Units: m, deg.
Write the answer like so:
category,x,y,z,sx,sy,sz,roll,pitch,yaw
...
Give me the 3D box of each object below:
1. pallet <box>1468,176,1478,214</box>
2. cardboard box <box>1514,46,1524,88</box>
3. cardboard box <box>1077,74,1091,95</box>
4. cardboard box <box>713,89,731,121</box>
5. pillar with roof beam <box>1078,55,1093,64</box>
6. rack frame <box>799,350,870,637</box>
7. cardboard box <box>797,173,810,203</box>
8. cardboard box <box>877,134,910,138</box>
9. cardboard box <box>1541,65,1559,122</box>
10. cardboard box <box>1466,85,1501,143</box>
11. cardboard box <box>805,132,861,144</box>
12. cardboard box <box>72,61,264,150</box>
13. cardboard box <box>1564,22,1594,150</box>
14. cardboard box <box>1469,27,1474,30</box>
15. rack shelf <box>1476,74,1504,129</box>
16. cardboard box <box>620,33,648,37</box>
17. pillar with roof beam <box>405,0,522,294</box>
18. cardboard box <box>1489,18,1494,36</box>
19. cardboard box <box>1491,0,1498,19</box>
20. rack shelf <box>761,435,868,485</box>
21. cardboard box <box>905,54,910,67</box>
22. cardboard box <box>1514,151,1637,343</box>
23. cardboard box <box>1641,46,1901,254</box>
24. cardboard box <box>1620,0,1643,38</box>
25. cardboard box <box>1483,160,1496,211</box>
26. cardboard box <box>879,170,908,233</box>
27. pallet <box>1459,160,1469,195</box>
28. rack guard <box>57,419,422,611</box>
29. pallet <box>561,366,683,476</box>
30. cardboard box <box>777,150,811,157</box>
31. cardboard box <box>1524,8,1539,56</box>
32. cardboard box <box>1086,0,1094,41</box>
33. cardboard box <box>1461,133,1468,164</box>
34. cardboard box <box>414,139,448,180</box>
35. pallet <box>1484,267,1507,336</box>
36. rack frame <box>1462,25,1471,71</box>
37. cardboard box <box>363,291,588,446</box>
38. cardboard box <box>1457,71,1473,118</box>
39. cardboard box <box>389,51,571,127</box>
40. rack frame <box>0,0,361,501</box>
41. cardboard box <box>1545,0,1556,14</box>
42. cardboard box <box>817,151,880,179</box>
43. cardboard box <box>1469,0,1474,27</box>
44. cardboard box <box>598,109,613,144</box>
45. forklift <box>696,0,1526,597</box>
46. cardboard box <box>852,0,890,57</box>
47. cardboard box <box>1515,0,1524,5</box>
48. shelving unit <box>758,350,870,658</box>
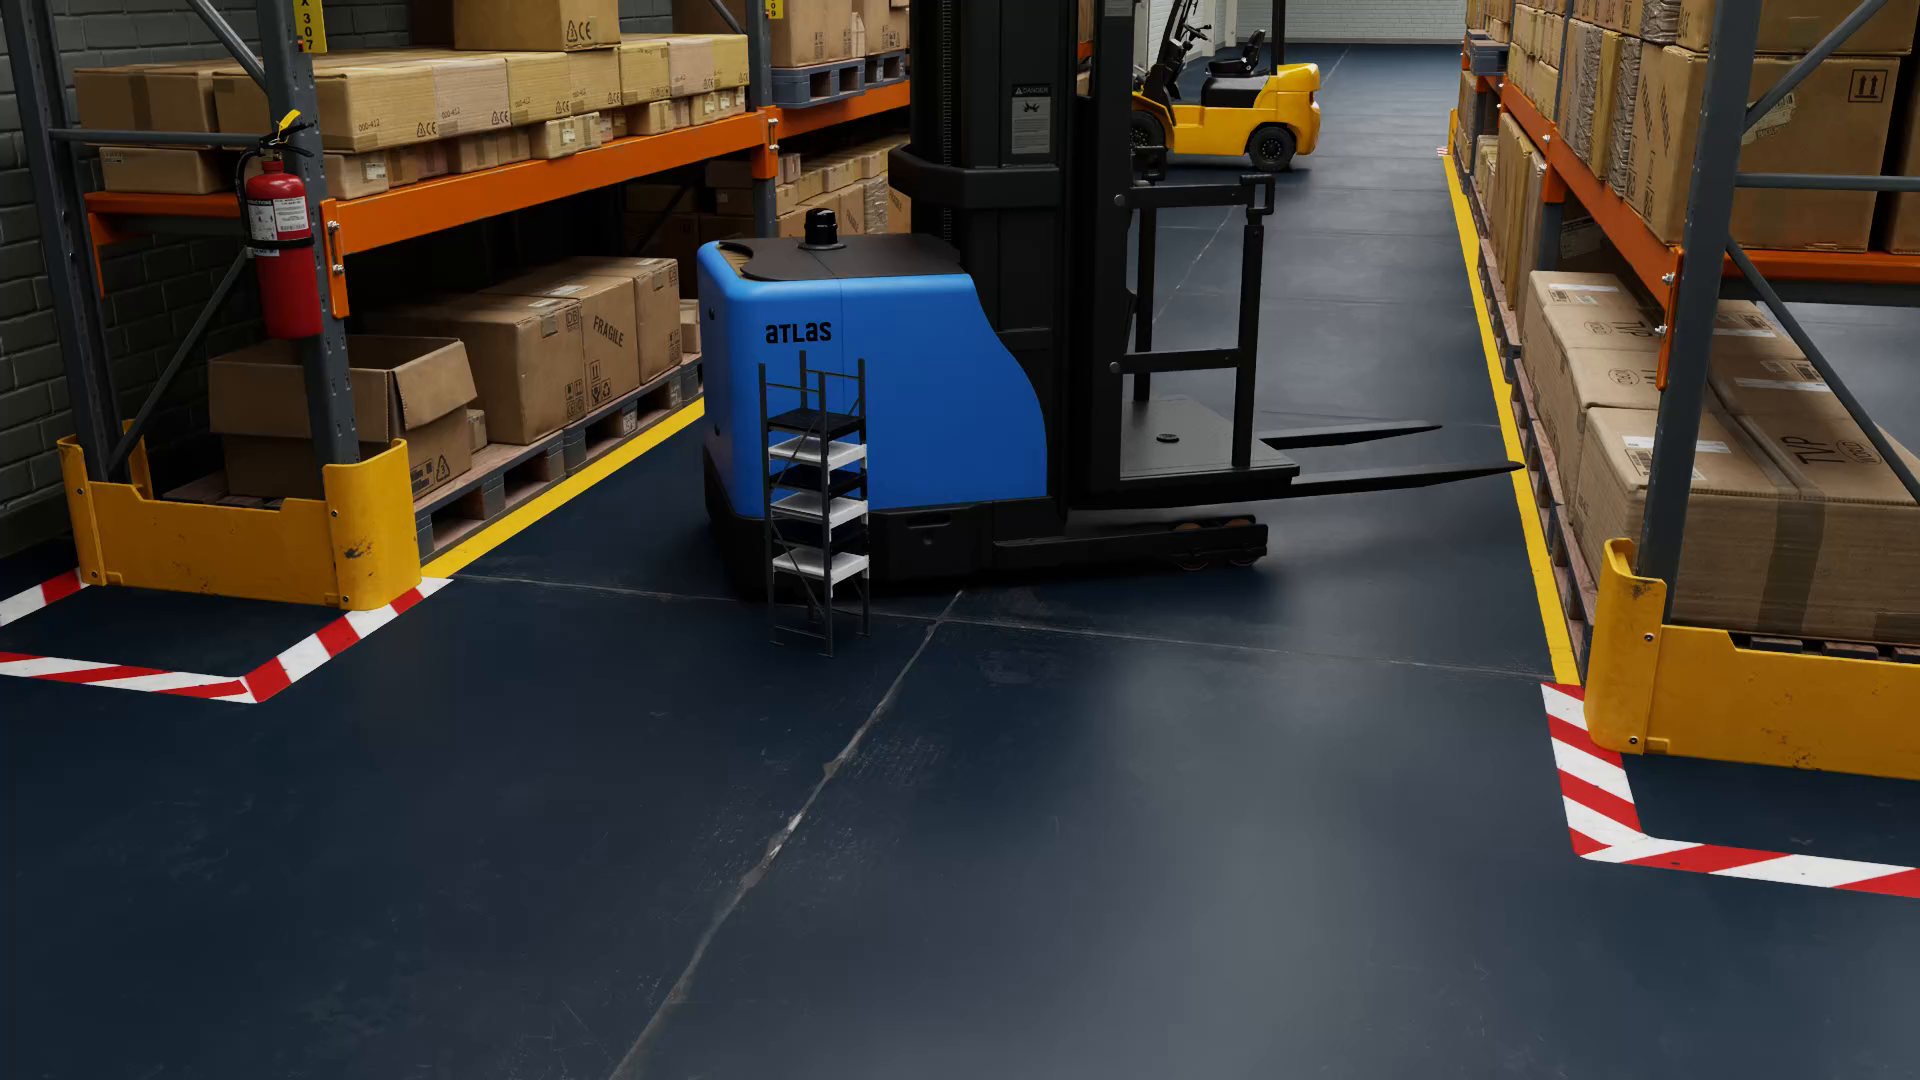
category,x,y,z,sx,sy,sz,roll,pitch,yaw
pallet,5.079,-3.062,14.825,1.003,0.211,1.213,5,19,13
cardboard box,3.819,-3.005,10.577,0.500,0.250,0.500,4,19,12
cardboard box,1.122,-4.830,17.746,0.500,0.250,0.500,5,20,15
cardboard box,-1.376,-2.187,8.338,0.380,0.149,0.250,5,20,15
pillar with roof beam,6.028,-10.503,23.014,9.100,9.000,0.400,5,19,13
rack frame,-0.390,-0.139,5.201,0.240,0.900,0.006,11,22,29
cardboard box,-1.111,-2.097,9.902,0.380,0.149,0.250,4,19,11
cardboard box,-0.398,-2.911,12.283,0.380,0.149,0.250,4,19,11
cardboard box,3.179,-2.208,8.242,0.500,0.250,0.500,4,19,12
cardboard box,5.152,-4.085,15.950,0.500,0.500,0.500,4,19,13
cardboard box,-0.953,-2.947,12.388,0.380,0.149,0.250,6,20,16
cardboard box,-2.623,-1.490,5.681,0.500,0.250,0.500,5,20,15
cardboard box,2.818,-1.882,6.901,0.500,0.500,0.500,5,19,14
cardboard box,5.664,-5.437,17.855,0.380,0.149,0.250,5,19,14
rack shelf,4.779,-3.658,13.370,1.077,0.370,4.000,5,19,13
cardboard box,-1.883,-2.445,8.476,0.500,0.250,0.500,4,19,13
pillar with roof beam,1.630,-4.861,6.497,9.100,9.000,0.400,5,19,13
cardboard box,4.481,-4.151,13.438,0.380,0.149,0.250,5,20,15
cardboard box,4.370,-4.244,12.708,0.500,0.500,0.500,3,19,10
rack shelf,-0.443,-0.249,5.072,0.258,0.077,0.200,11,22,29
cardboard box,-0.178,-3.811,12.938,0.500,0.250,0.500,5,19,14
cardboard box,3.387,-1.512,8.611,0.875,0.875,0.875,5,20,15
cardboard box,2.197,-1.084,4.565,0.500,0.500,0.500,5,19,14
cardboard box,2.446,-1.876,5.337,0.500,0.500,0.500,5,19,13
cardboard box,4.611,-2.735,12.971,0.950,0.372,0.625,4,19,12
cardboard box,-0.676,-2.309,11.524,0.500,0.500,0.500,6,20,16
pallet,5.398,-3.519,16.164,1.003,0.211,1.213,5,19,13
rack guard,-2.459,-0.096,5.696,1.175,0.500,0.348,5,19,13
pallet,-1.965,-0.590,7.590,1.003,0.211,1.213,5,19,13
cardboard box,-1.217,-2.537,11.189,0.380,0.149,0.250,5,19,14
cardboard box,3.530,-2.923,9.563,0.500,0.250,0.500,5,19,14
cardboard box,1.193,-5.662,17.968,0.500,0.500,0.500,5,19,14
cardboard box,5.272,-3.897,16.561,0.500,0.250,0.500,4,19,12
cardboard box,-2.084,-1.386,5.994,0.380,0.149,0.250,4,19,13
pallet,3.725,-1.430,10.047,1.003,0.211,1.213,5,19,13
rack frame,6.245,-5.879,18.760,1.000,3.000,0.127,5,19,13
cardboard box,-1.990,-0.720,6.873,0.700,0.500,0.500,5,20,16
cardboard box,5.775,-4.893,18.317,0.500,0.500,0.500,4,19,12
cardboard box,-1.862,-1.763,6.481,0.500,0.250,0.500,4,19,12
rack frame,-2.478,-1.255,5.222,1.000,3.000,0.127,5,19,13
cardboard box,3.298,-2.961,8.515,0.500,0.500,0.500,5,19,14
cardboard box,-0.750,-2.497,11.072,0.380,0.149,0.250,4,19,11
cardboard box,5.614,-5.618,17.381,0.500,0.500,0.500,4,19,12
cardboard box,-1.728,-1.788,7.170,0.380,0.149,0.250,5,19,13
forklift,0.604,-1.438,5.863,3.031,2.935,1.130,-5,19,-14
cardboard box,-0.847,-3.297,10.396,0.700,0.500,0.500,5,19,13
cardboard box,3.933,-3.757,10.845,0.500,0.500,0.500,4,19,12
shelving unit,-0.443,-0.111,5.119,0.258,0.900,0.210,11,22,29
